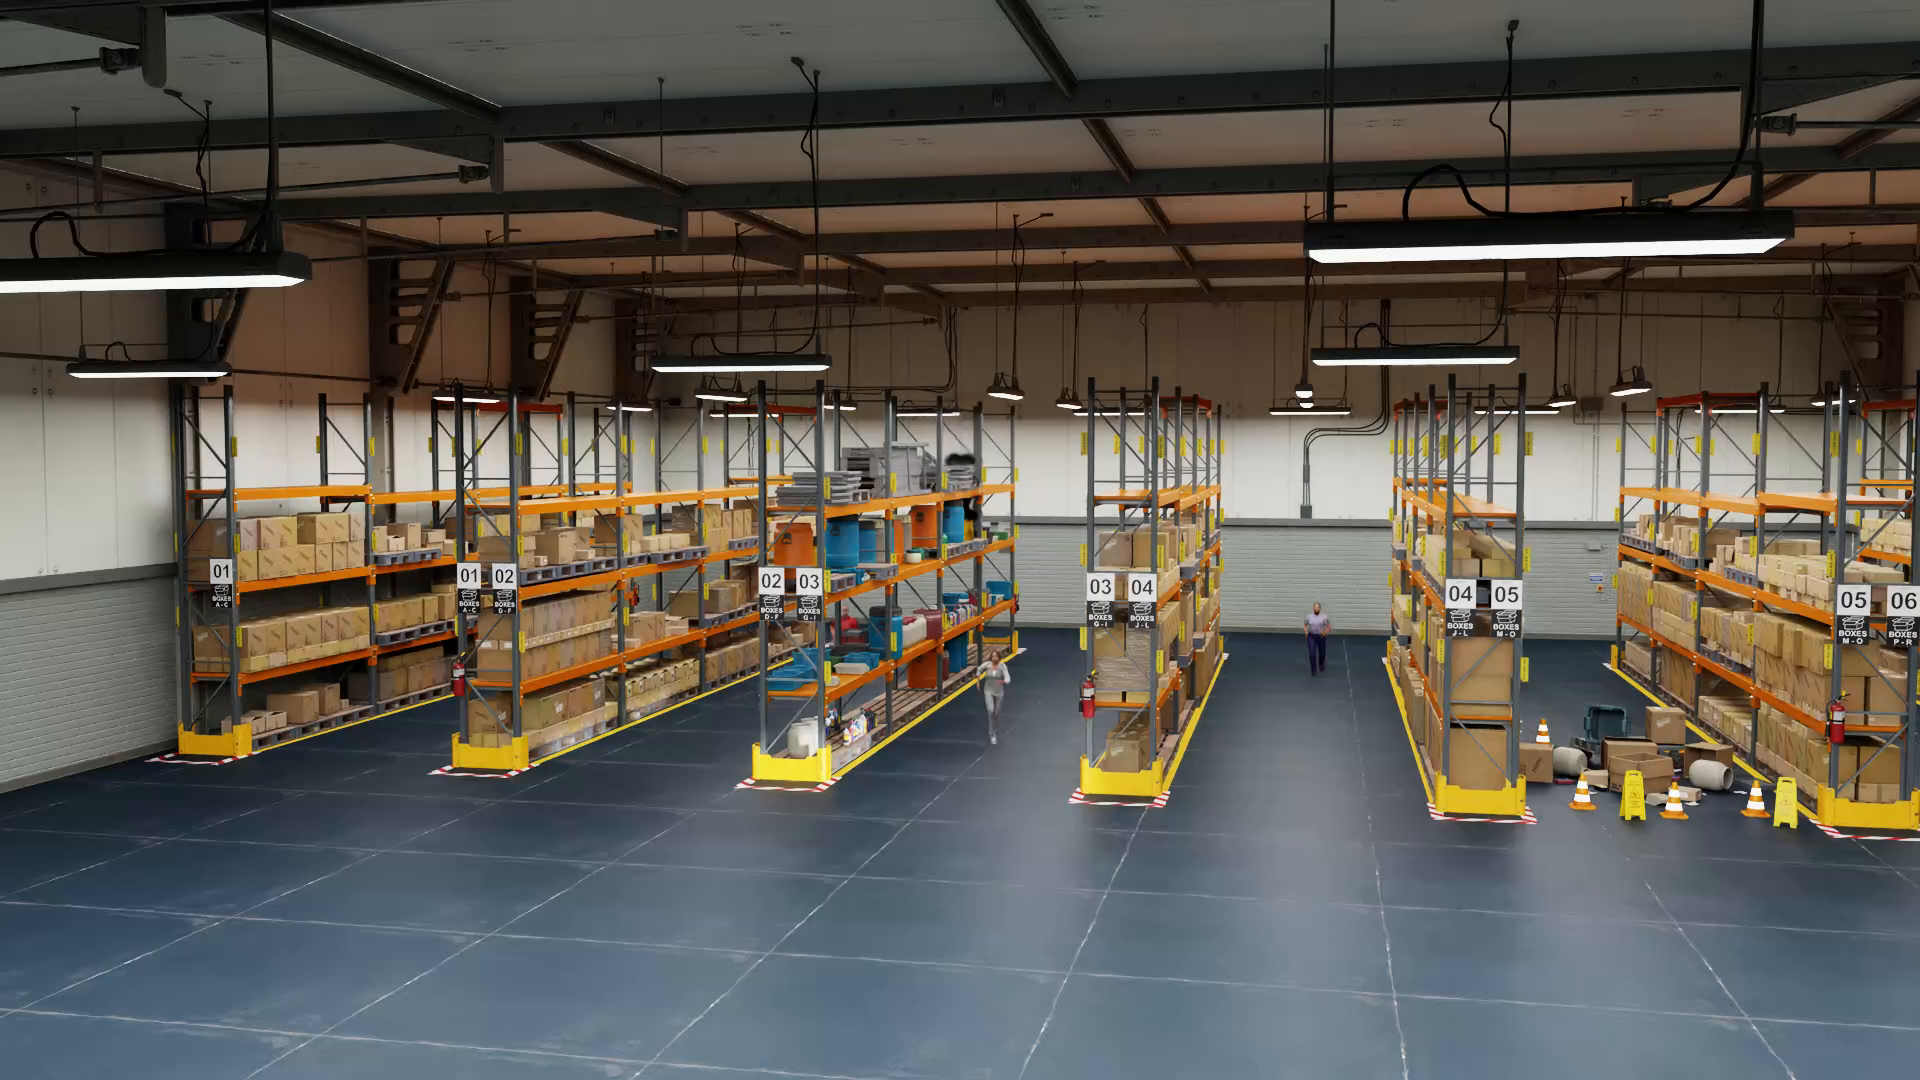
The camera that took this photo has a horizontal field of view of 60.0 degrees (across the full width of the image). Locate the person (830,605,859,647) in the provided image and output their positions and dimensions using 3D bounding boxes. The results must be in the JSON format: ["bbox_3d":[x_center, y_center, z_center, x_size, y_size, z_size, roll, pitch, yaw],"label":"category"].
[{"bbox_3d":[-2.393,2.237,34.346,0.638,1.801,0.780,0,3,3],"label":"person"}]

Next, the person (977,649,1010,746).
[{"bbox_3d":[0.566,2.637,28.073,0.555,1.615,0.790,0,3,-2],"label":"person"}]

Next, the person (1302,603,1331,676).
[{"bbox_3d":[7.803,2.166,36.425,0.608,1.595,0.599,1,3,13],"label":"person"}]
